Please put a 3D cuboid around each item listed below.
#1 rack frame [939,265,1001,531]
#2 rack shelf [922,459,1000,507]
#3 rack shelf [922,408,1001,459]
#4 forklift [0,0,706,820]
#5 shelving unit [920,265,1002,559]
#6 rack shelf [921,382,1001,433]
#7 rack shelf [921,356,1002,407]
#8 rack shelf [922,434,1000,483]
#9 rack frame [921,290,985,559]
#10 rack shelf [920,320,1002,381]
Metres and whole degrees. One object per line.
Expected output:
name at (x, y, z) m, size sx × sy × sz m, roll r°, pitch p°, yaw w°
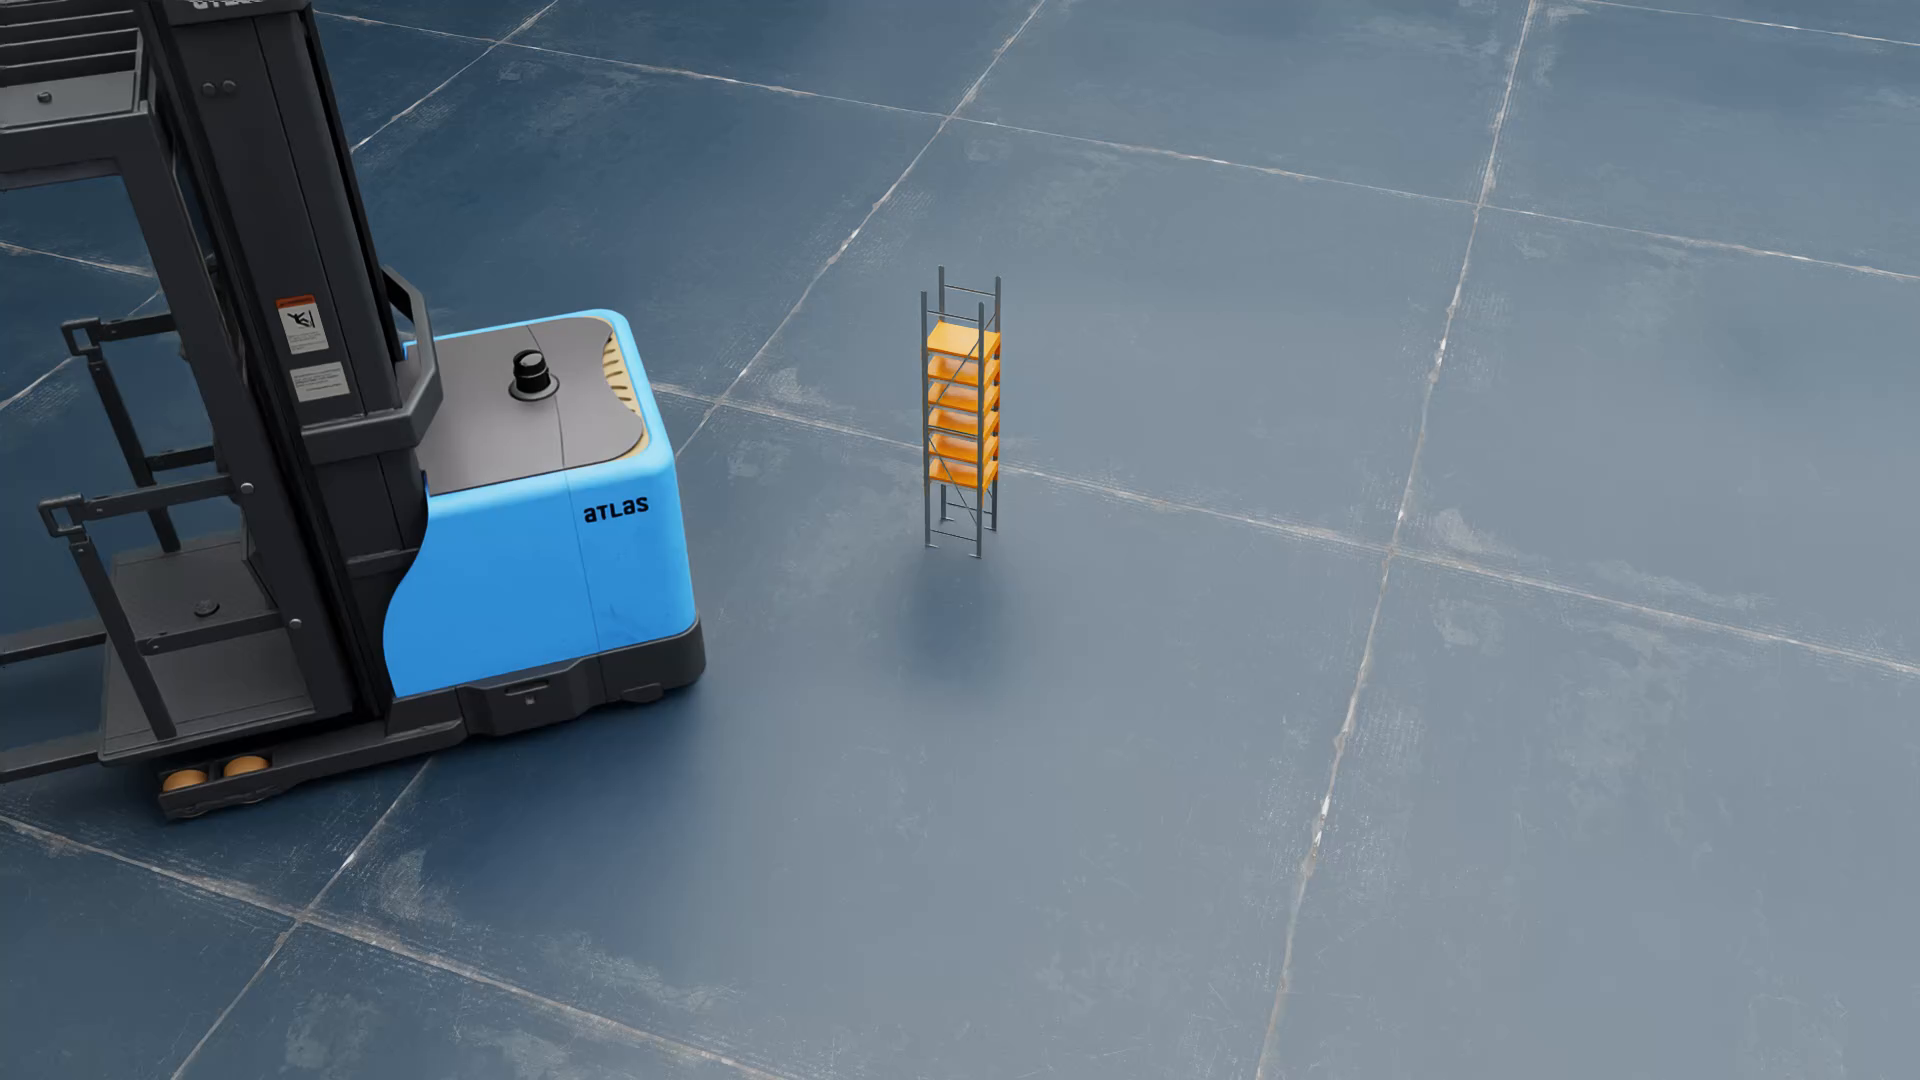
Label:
rack frame at (0.036, -0.521, 6.436) m, size 0.240 × 1.200 × 0.006 m, roll 13°, pitch 42°, yaw 15°
rack shelf at (0.005, -0.249, 6.556) m, size 0.258 × 0.103 × 0.180 m, roll 13°, pitch 42°, yaw 15°
rack shelf at (0.005, -0.431, 6.400) m, size 0.258 × 0.103 × 0.180 m, roll 13°, pitch 42°, yaw 15°
forklift at (-2.506, -0.561, 5.149) m, size 3.031 × 2.935 × 1.130 m, roll -12°, pitch 42°, yaw -14°
shelving unit at (0.005, -0.465, 6.371) m, size 0.258 × 1.200 × 0.189 m, roll 13°, pitch 42°, yaw 15°
rack shelf at (0.005, -0.523, 6.322) m, size 0.258 × 0.103 × 0.180 m, roll 13°, pitch 42°, yaw 15°
rack shelf at (0.005, -0.614, 6.244) m, size 0.258 × 0.103 × 0.180 m, roll 13°, pitch 42°, yaw 15°
rack shelf at (0.005, -0.340, 6.478) m, size 0.258 × 0.103 × 0.180 m, roll 13°, pitch 42°, yaw 15°
rack frame at (-0.026, -0.409, 6.306) m, size 0.240 × 1.200 × 0.006 m, roll 13°, pitch 42°, yaw 15°
rack shelf at (0.005, -0.705, 6.166) m, size 0.258 × 0.103 × 0.180 m, roll 13°, pitch 42°, yaw 15°
